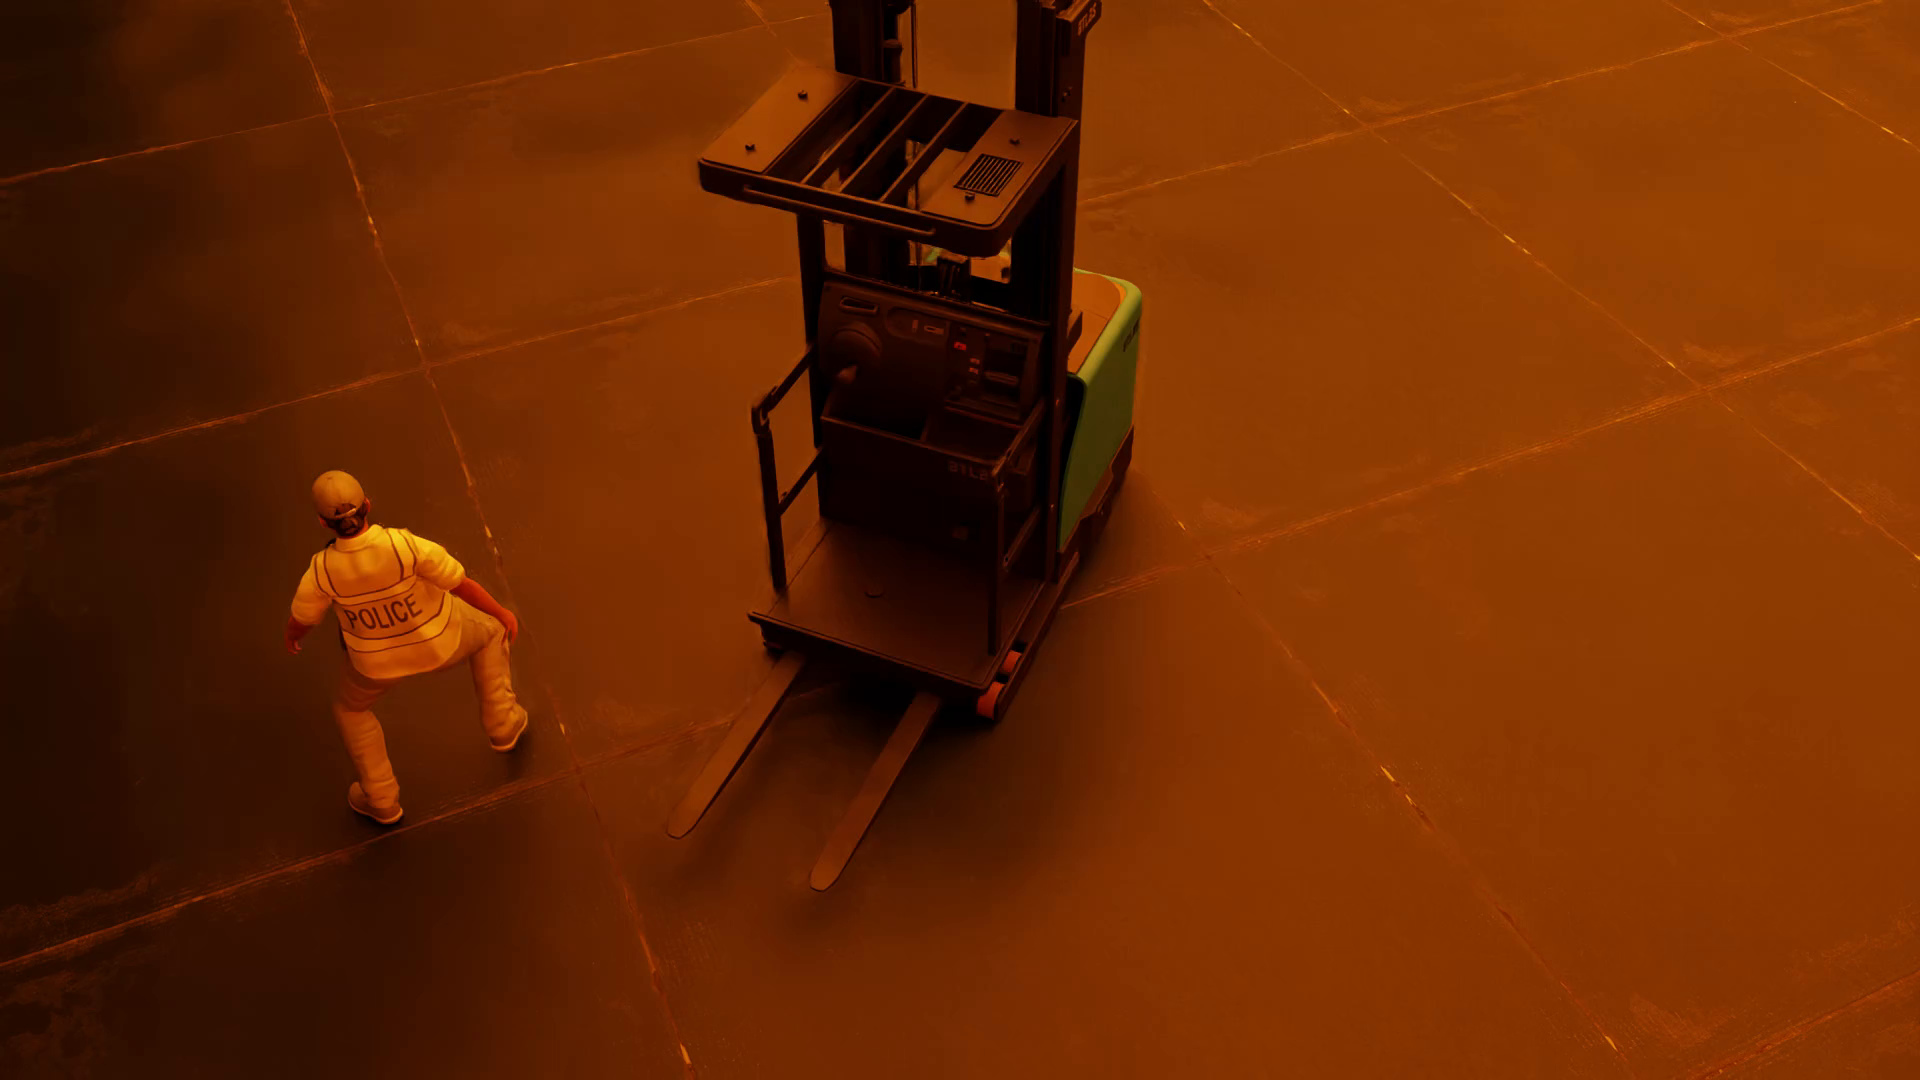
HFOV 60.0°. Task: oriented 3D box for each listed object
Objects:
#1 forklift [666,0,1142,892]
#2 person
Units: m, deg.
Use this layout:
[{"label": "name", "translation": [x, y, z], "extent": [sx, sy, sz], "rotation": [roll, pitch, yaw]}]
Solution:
[{"label": "forklift", "translation": [-0.211, -0.652, 6.379], "extent": [1.130, 2.935, 3.031], "rotation": [16, 45, 17]}, {"label": "person", "translation": [-2.133, 0.350, 6.326], "extent": [0.864, 1.570, 0.588], "rotation": [-10, 44, -11]}]
